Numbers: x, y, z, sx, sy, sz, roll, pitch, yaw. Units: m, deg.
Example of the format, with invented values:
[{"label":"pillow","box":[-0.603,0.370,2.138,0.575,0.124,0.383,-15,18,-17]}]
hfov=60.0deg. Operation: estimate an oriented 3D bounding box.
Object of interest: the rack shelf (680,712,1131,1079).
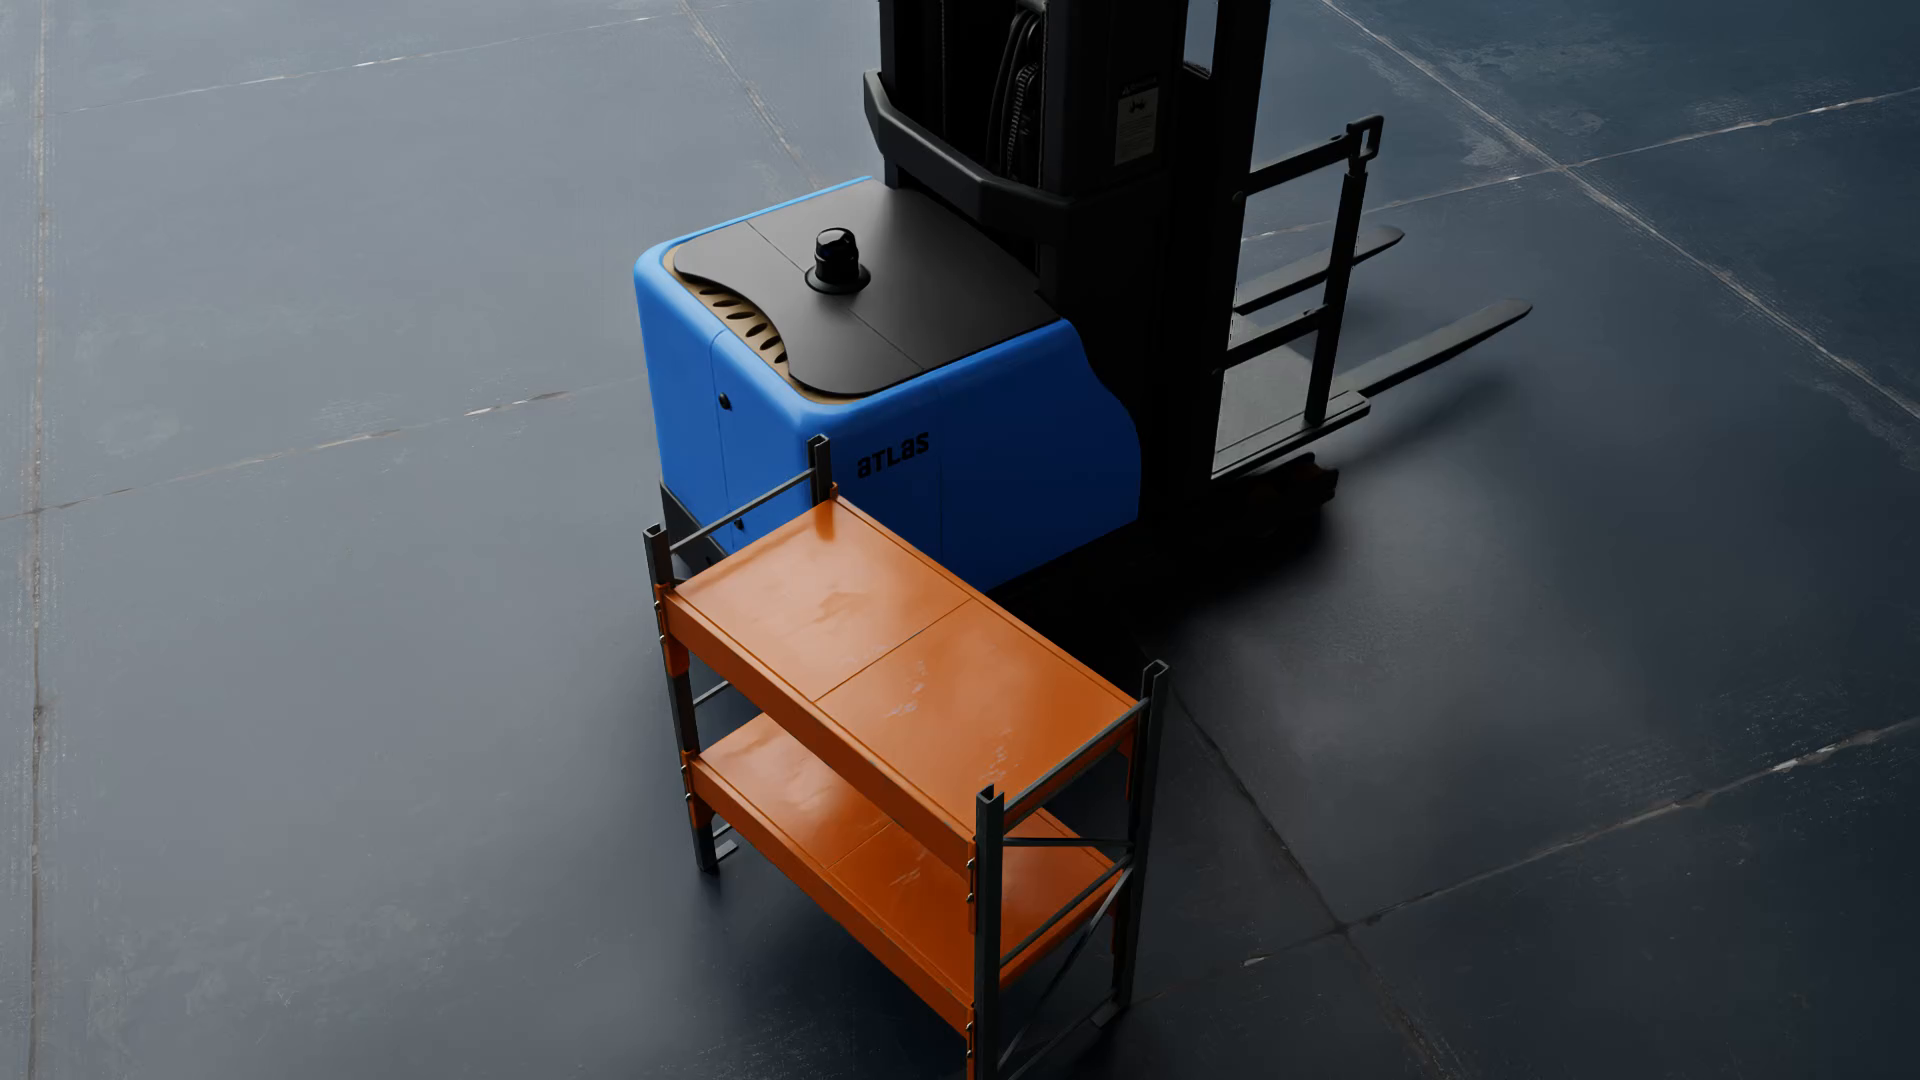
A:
[{"label":"rack shelf","box":[-0.135,0.726,3.918,0.538,0.278,1.000,-32,50,-32]}]

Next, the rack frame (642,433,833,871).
[{"label":"rack frame","box":[-0.487,0.302,4.036,0.500,1.125,0.032,-32,50,-32]}]

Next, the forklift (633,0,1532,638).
[{"label":"forklift","box":[0.593,-1.378,4.605,3.031,2.935,1.130,-25,46,-26]}]

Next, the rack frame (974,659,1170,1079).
[{"label":"rack frame","box":[0.218,0.779,3.482,0.500,1.125,0.032,-32,50,-32]}]

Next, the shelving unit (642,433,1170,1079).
[{"label":"shelving unit","box":[-0.135,0.540,3.759,0.538,1.125,1.048,-32,50,-32]}]

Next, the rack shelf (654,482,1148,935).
[{"label":"rack shelf","box":[-0.135,0.318,3.568,0.538,0.278,1.000,-32,50,-32]}]
